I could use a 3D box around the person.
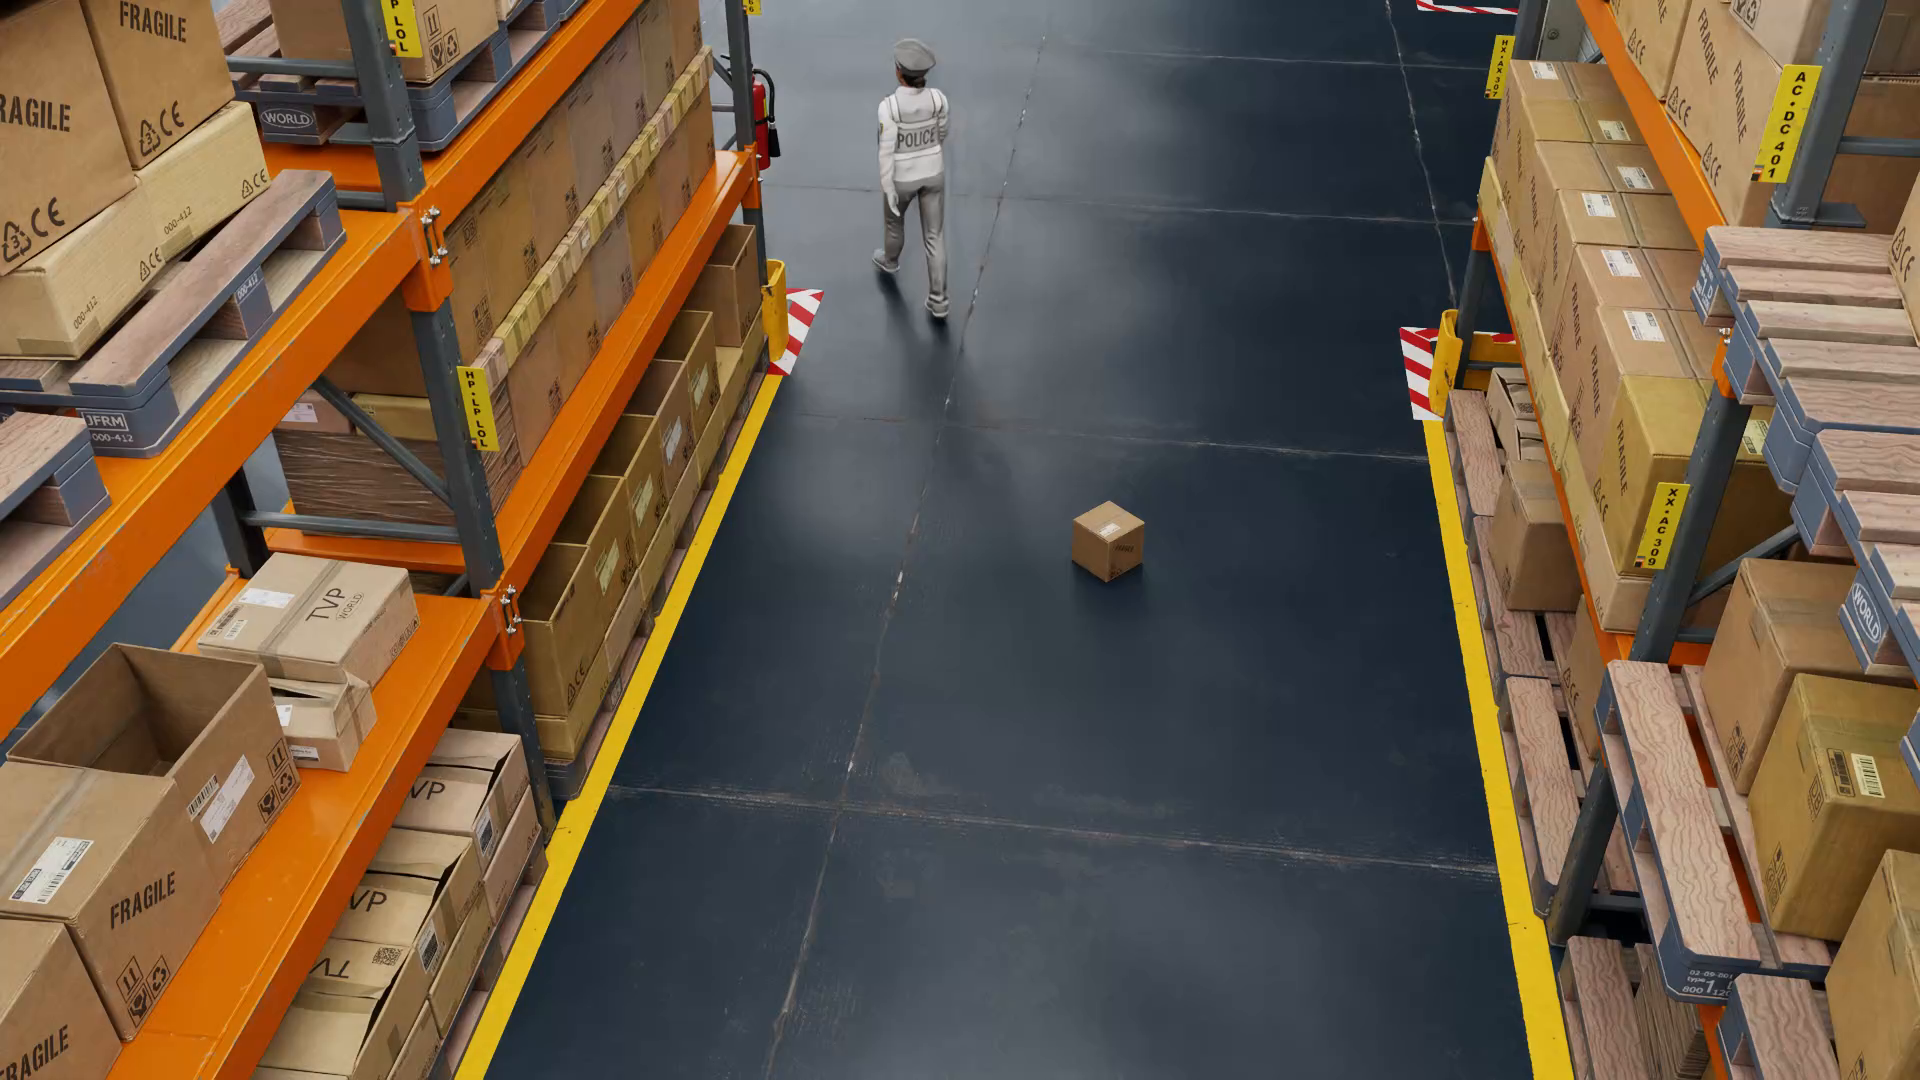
[{"bbox_3d":[-0.309,-2.252,10.053,0.487,1.635,0.967,-10,38,-14],"label":"person"}]
